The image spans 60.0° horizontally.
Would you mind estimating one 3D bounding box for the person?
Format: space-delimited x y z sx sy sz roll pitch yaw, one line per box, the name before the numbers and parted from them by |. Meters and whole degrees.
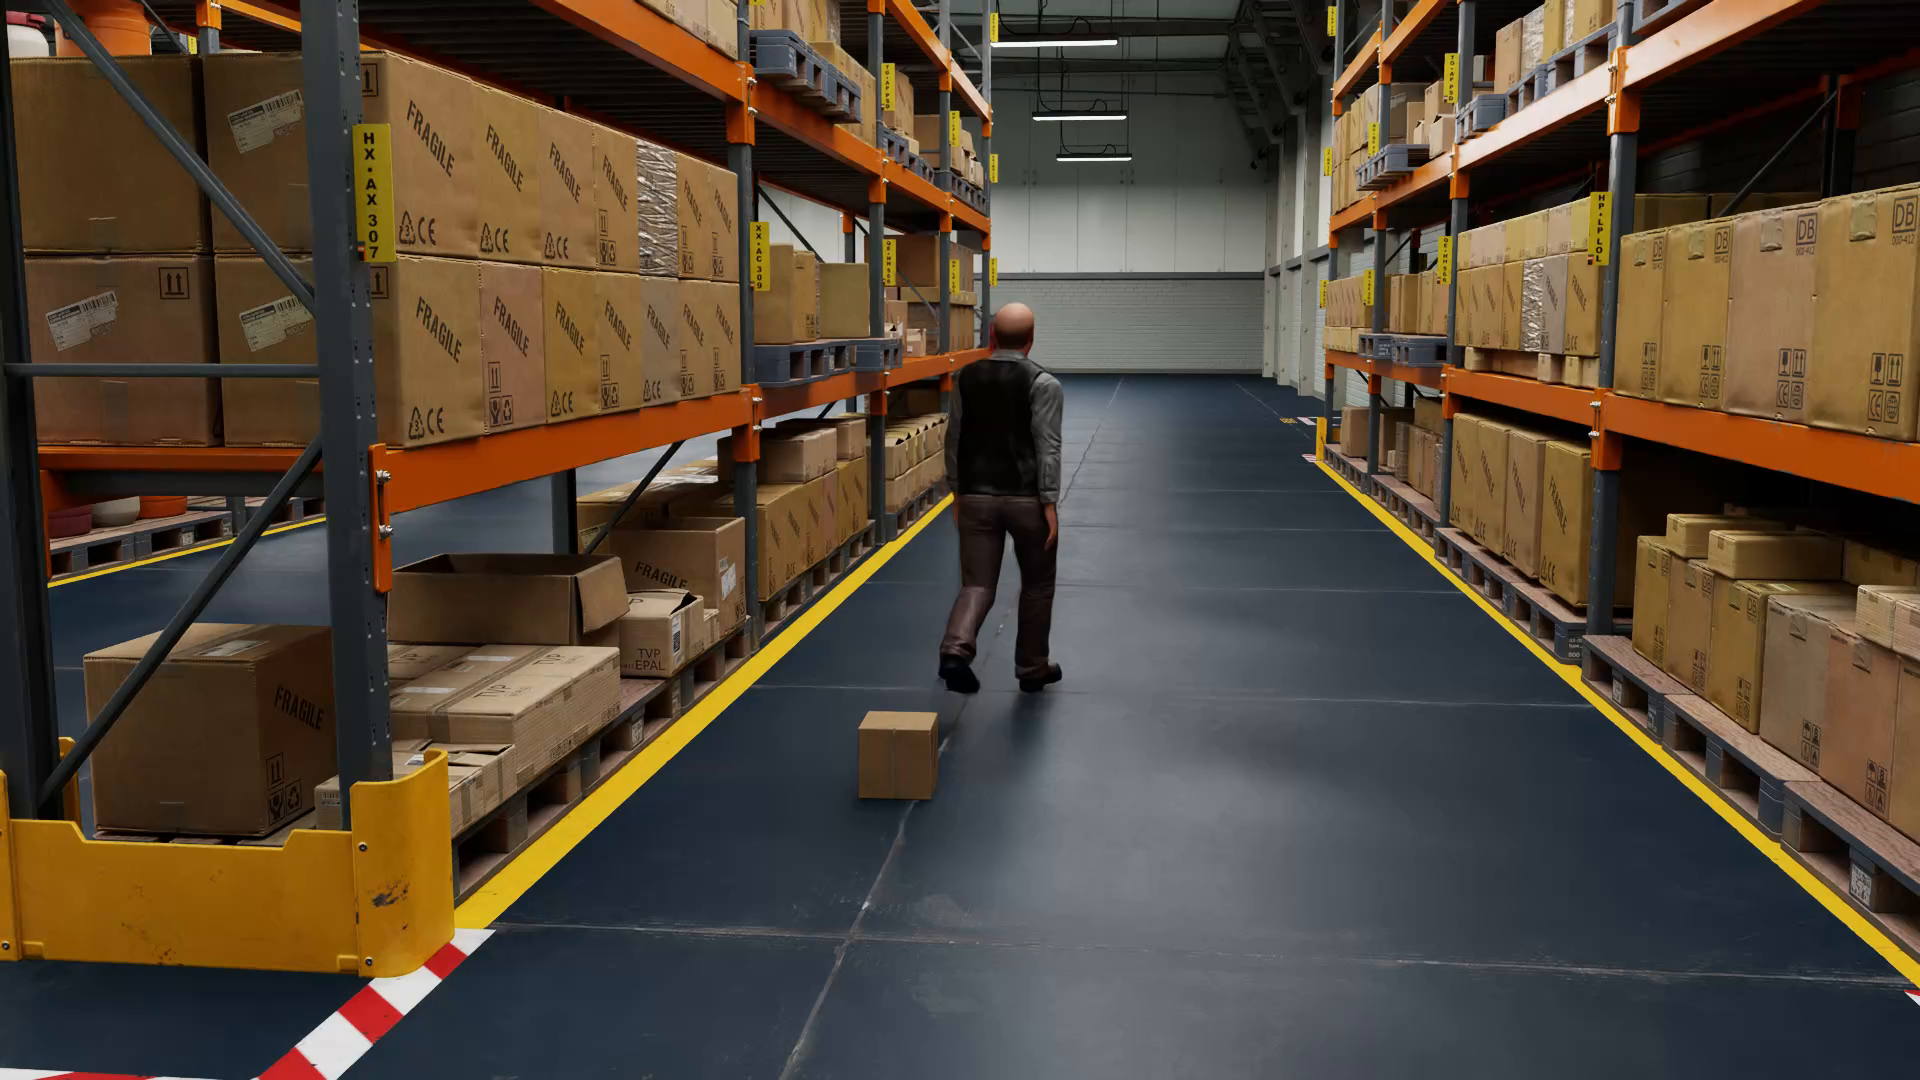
person | 0.167 -0.152 7.040 0.551 1.691 0.936 3 8 22
